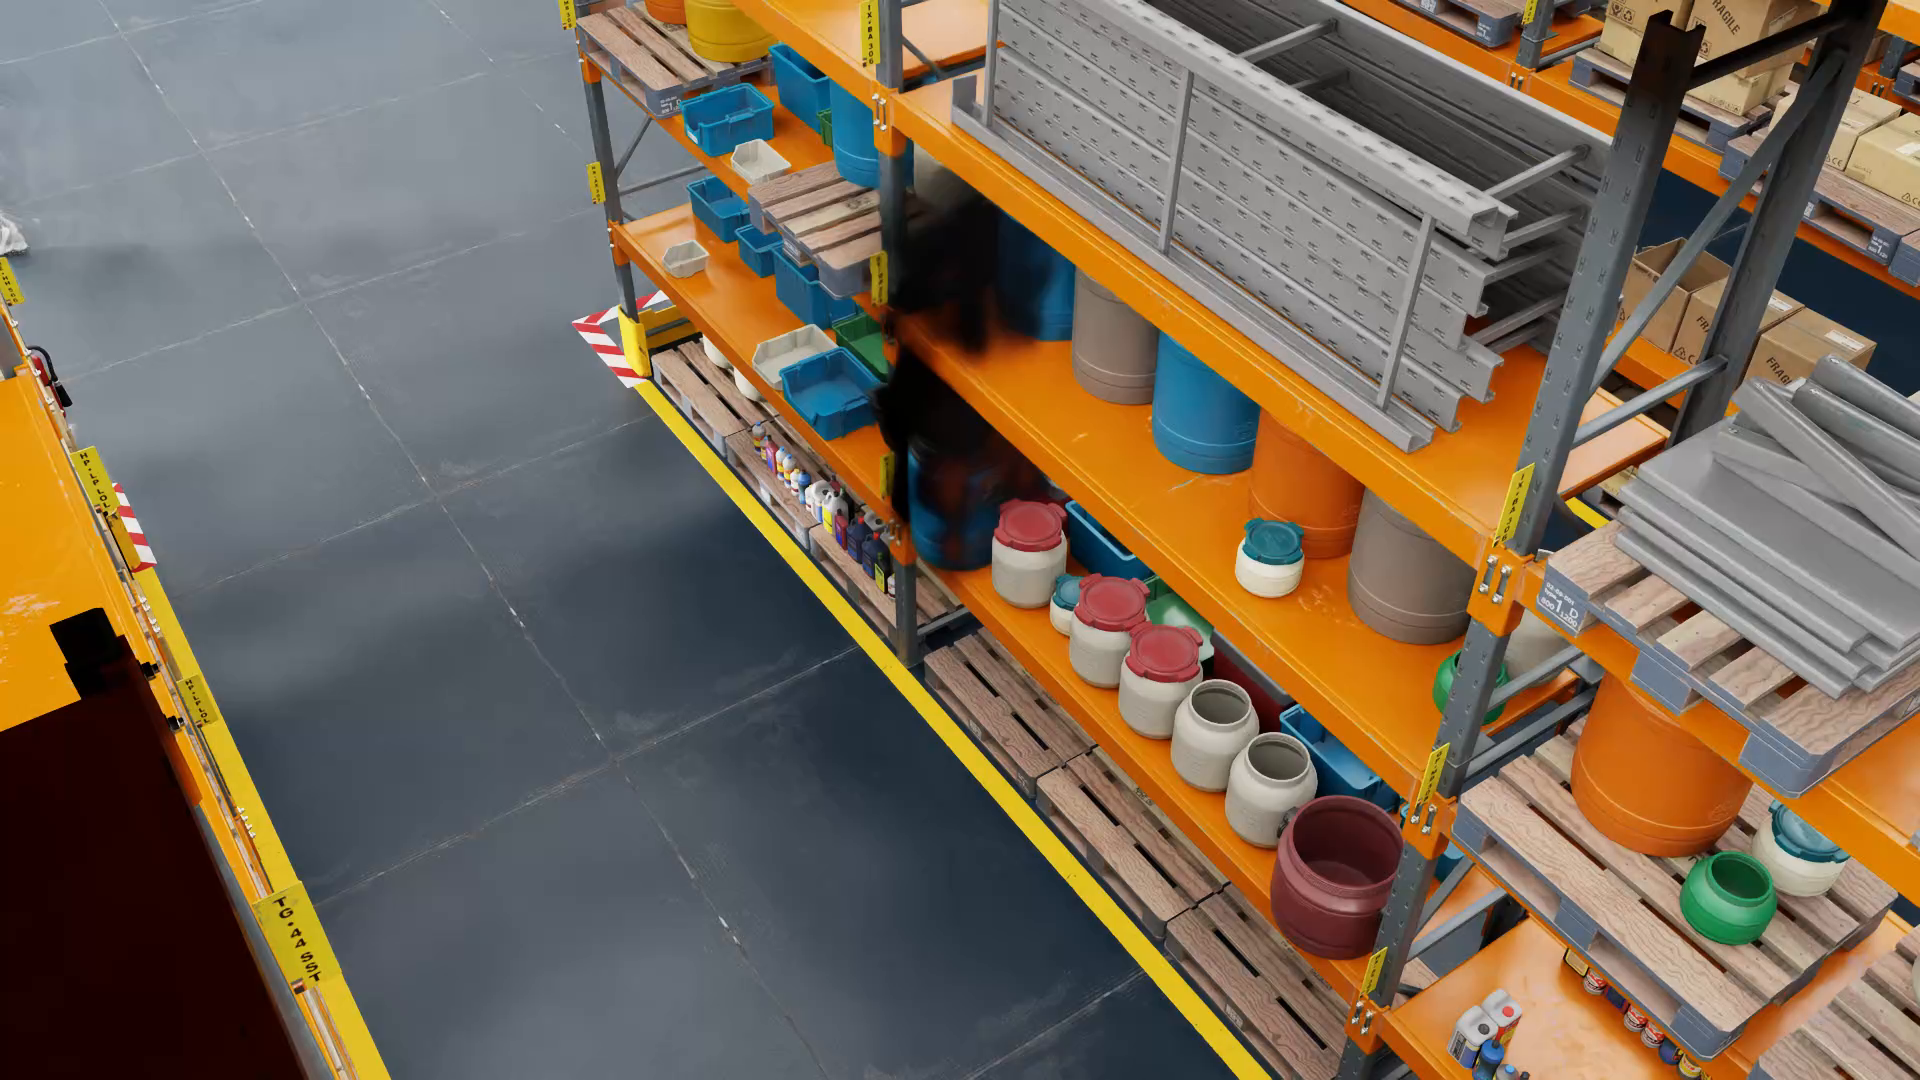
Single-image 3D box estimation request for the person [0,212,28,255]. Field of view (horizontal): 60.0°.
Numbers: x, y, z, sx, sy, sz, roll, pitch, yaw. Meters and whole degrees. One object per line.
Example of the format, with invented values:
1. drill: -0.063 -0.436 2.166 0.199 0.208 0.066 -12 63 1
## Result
1. person: -8.403 -3.095 13.906 0.577 1.619 0.552 -6 43 -7
